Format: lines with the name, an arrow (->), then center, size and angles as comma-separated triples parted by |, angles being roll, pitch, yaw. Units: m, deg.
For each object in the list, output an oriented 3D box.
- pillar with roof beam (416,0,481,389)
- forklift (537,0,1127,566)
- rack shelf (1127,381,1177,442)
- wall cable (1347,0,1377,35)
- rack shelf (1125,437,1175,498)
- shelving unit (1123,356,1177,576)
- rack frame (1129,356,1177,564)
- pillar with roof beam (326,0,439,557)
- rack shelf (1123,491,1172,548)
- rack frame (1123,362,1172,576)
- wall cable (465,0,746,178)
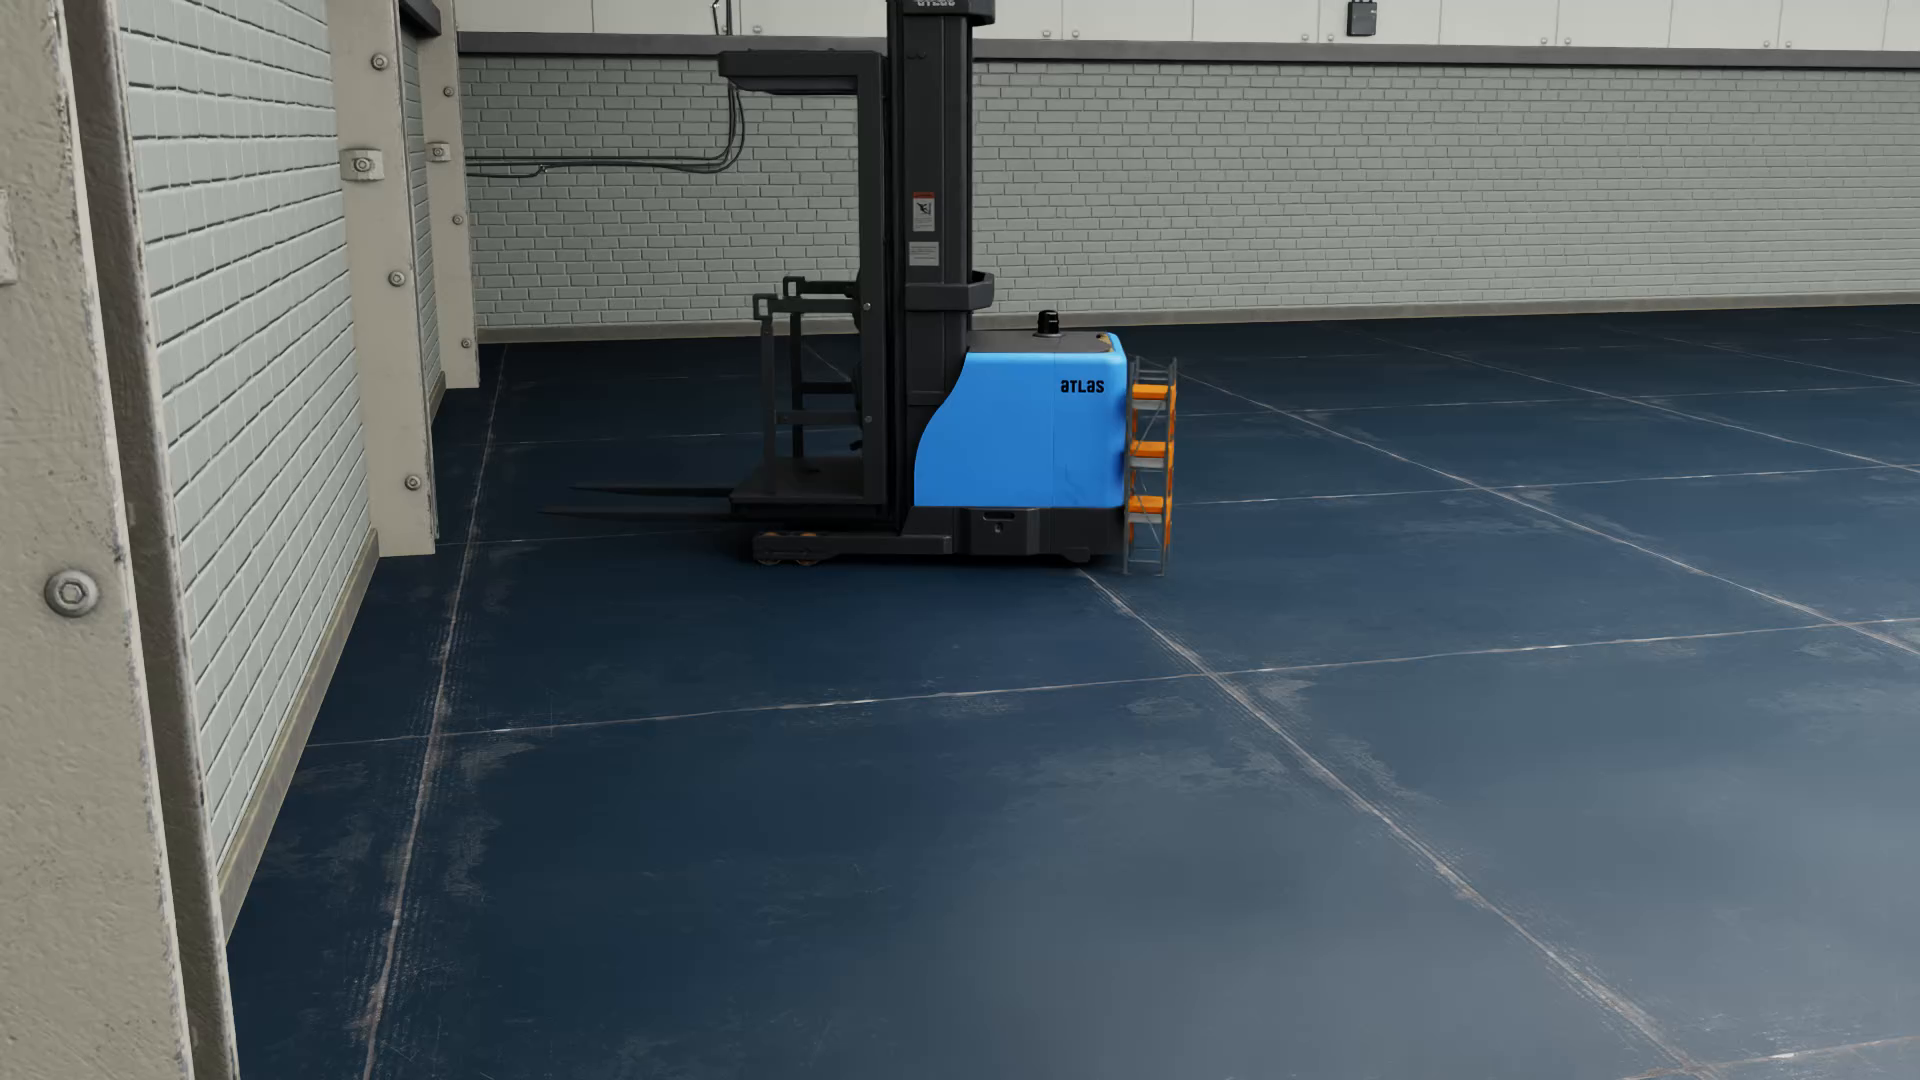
pillar with roof beam -> -0.150, -5.961, 14.365 | 9.100, 9.000, 0.400 | -3, 14, -13
forklift -> -0.660, -1.417, 8.553 | 3.031, 2.935, 1.130 | 1, 14, 2
rack shelf -> 0.940, -0.631, 8.143 | 0.215, 0.259, 0.240 | 3, 14, 12
wall cable -> 5.491, -8.652, 18.213 | 2.305, 6.003, 0.169 | -3, 14, -13
rack shelf -> 0.937, -0.356, 8.211 | 0.215, 0.259, 0.240 | 3, 14, 12
shelving unit -> 0.937, -0.366, 8.208 | 0.215, 1.050, 0.252 | 3, 14, 12
rack frame -> 0.964, -0.394, 8.324 | 0.200, 1.050, 0.008 | 3, 14, 12
pillar with roof beam -> 1.260, -4.577, 8.699 | 9.100, 9.000, 0.400 | -3, 14, -13
rack shelf -> 0.935, -0.086, 8.277 | 0.215, 0.259, 0.240 | 3, 14, 12
rack frame -> 0.911, -0.338, 8.093 | 0.200, 1.050, 0.008 | 3, 14, 12
wall cable -> -3.741, -4.966, 16.834 | 3.097, 2.526, 0.112 | -3, 14, -13
